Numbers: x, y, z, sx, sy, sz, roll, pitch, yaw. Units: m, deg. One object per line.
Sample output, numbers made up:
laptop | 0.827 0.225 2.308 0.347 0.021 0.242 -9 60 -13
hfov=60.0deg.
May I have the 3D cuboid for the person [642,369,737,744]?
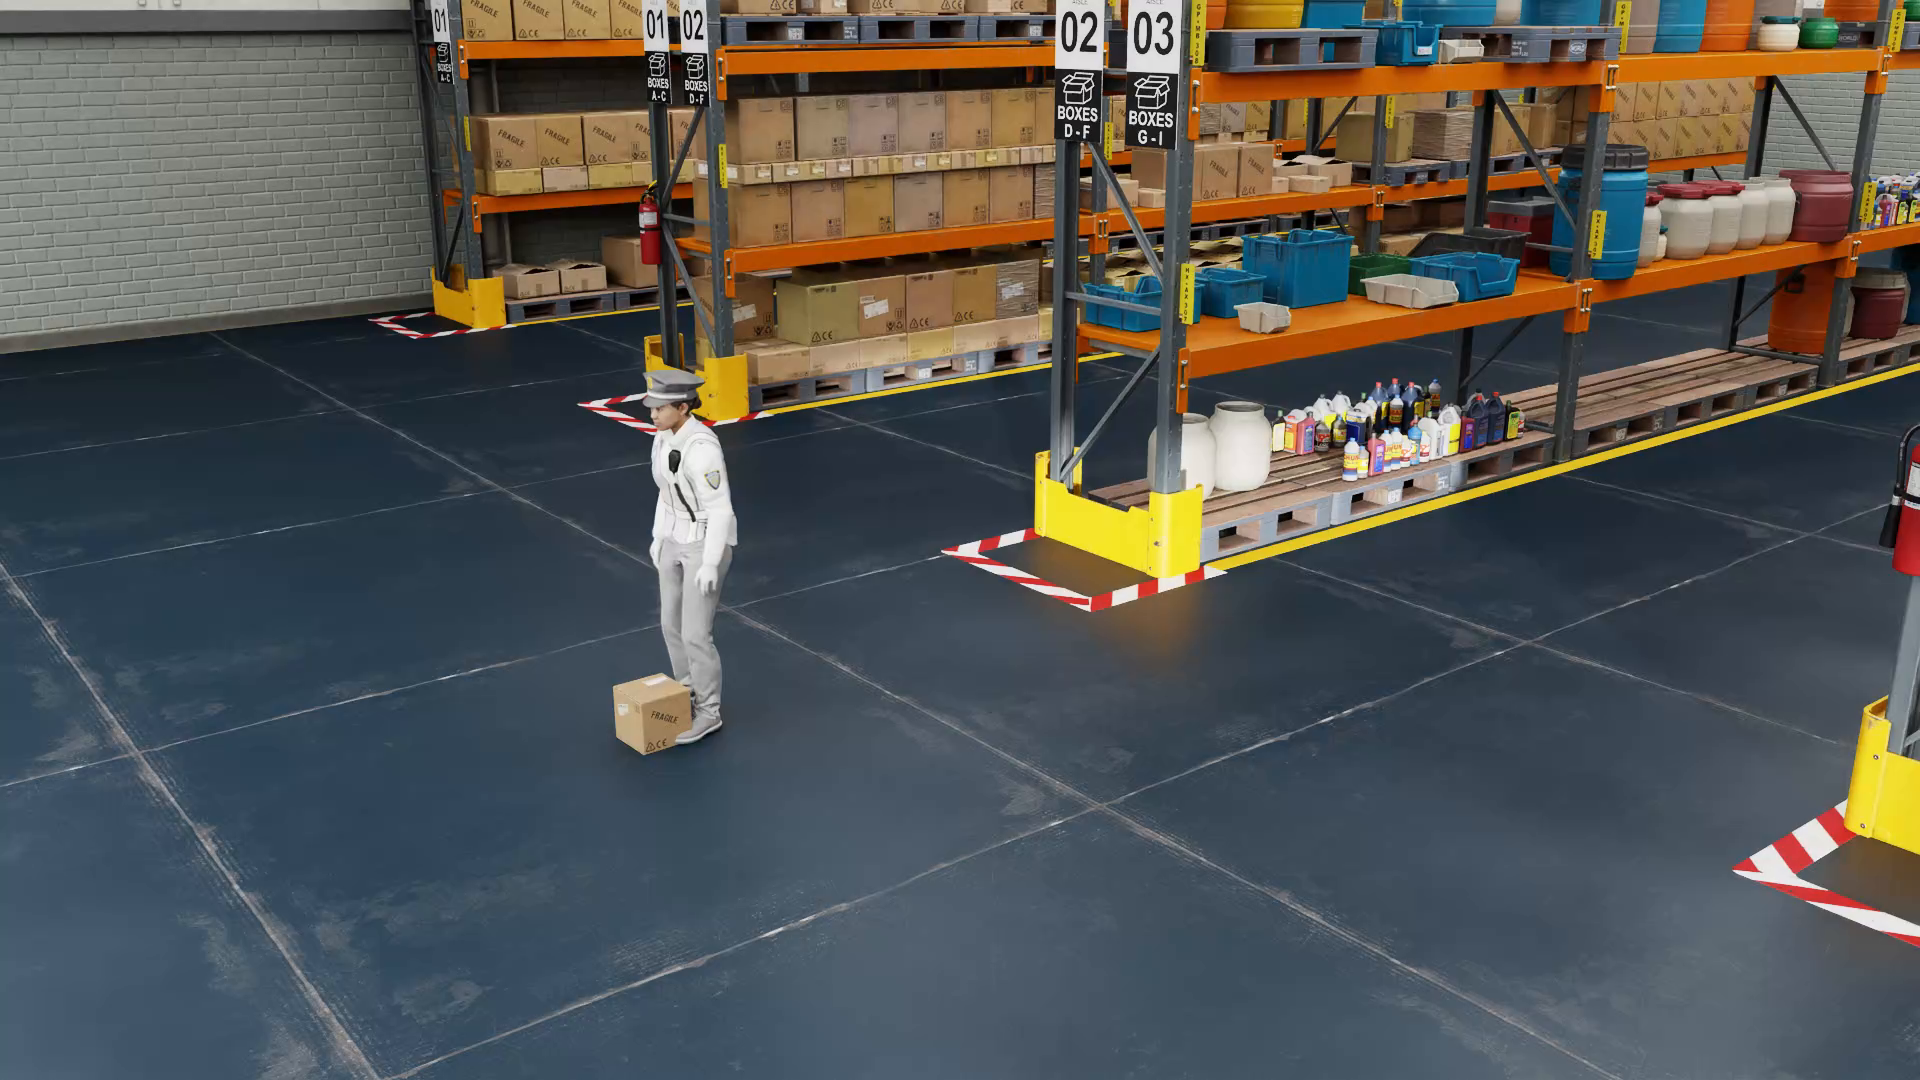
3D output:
person | -1.207 0.059 7.363 0.403 1.664 0.526 -14 22 -36
